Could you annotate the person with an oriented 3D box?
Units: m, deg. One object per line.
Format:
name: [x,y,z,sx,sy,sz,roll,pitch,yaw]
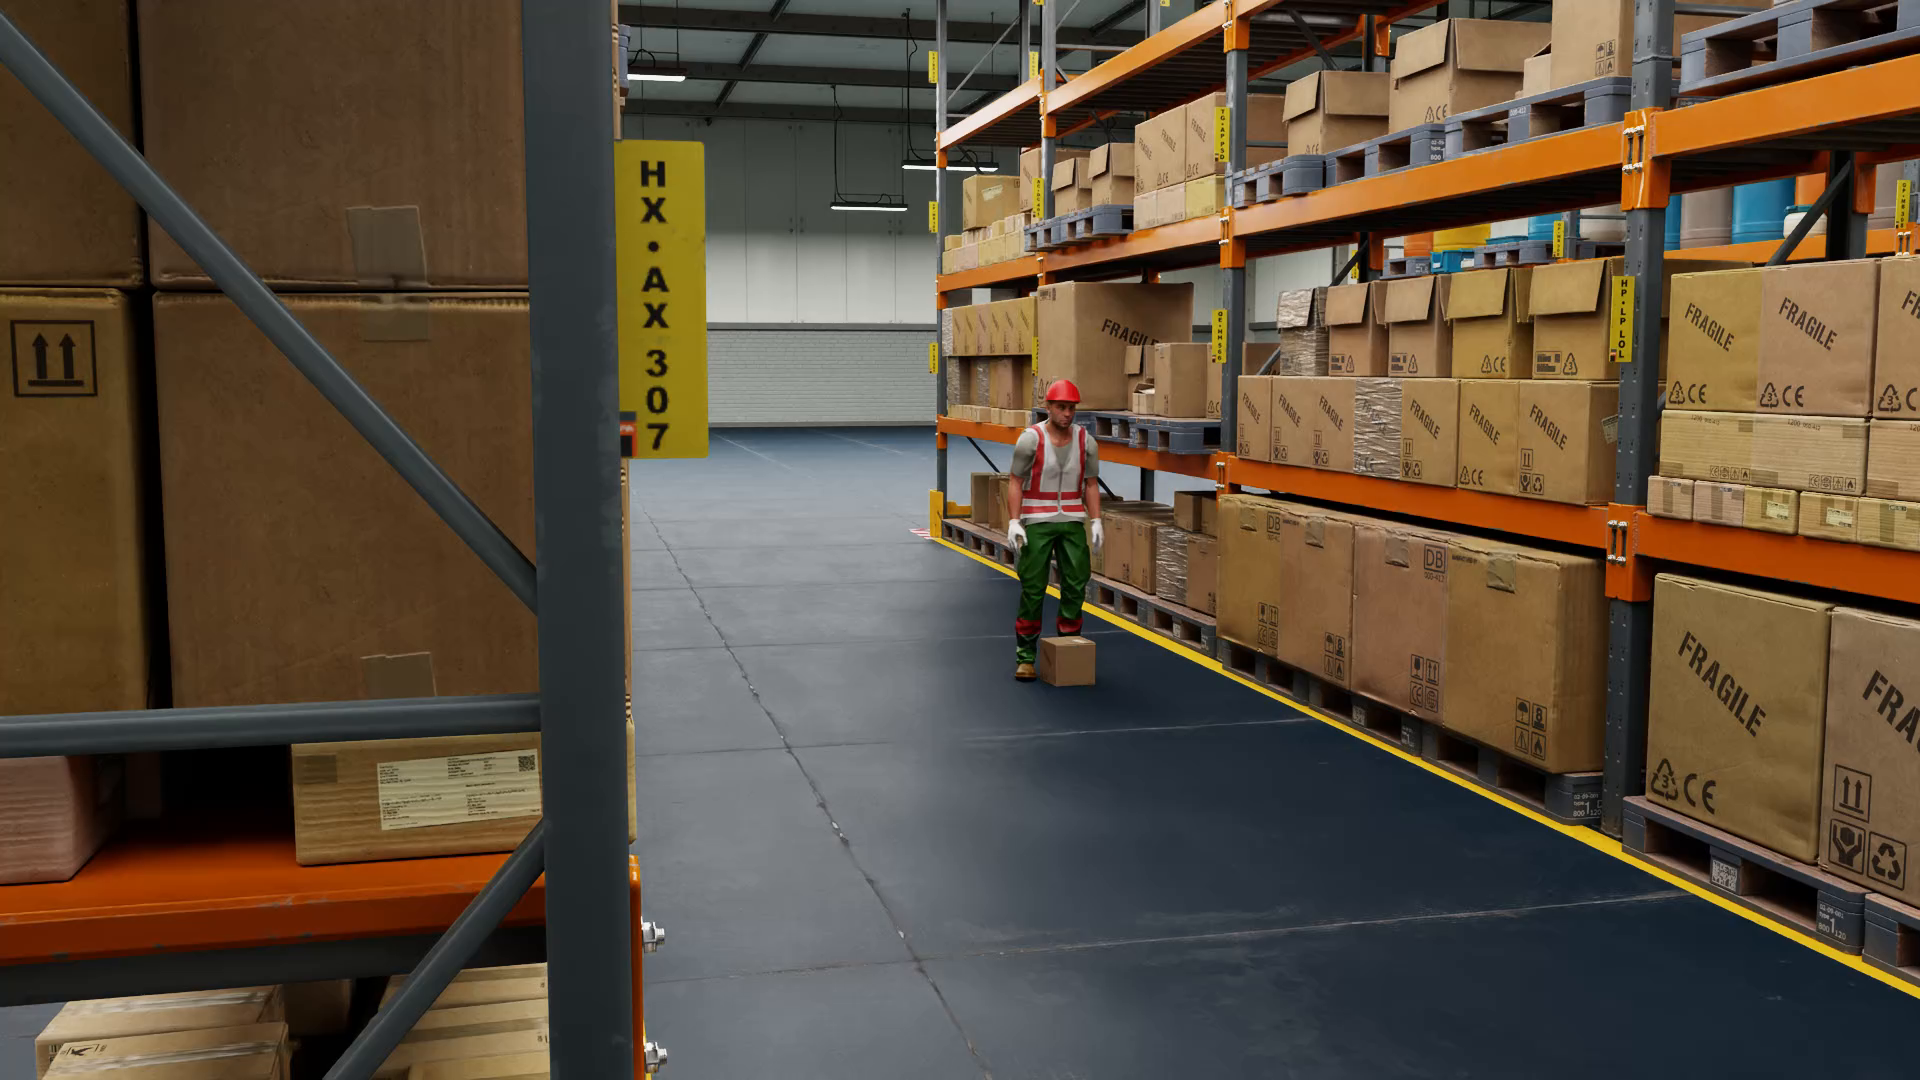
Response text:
person: [0.572,-0.067,9.949,0.607,1.779,0.451,-2,6,-14]
